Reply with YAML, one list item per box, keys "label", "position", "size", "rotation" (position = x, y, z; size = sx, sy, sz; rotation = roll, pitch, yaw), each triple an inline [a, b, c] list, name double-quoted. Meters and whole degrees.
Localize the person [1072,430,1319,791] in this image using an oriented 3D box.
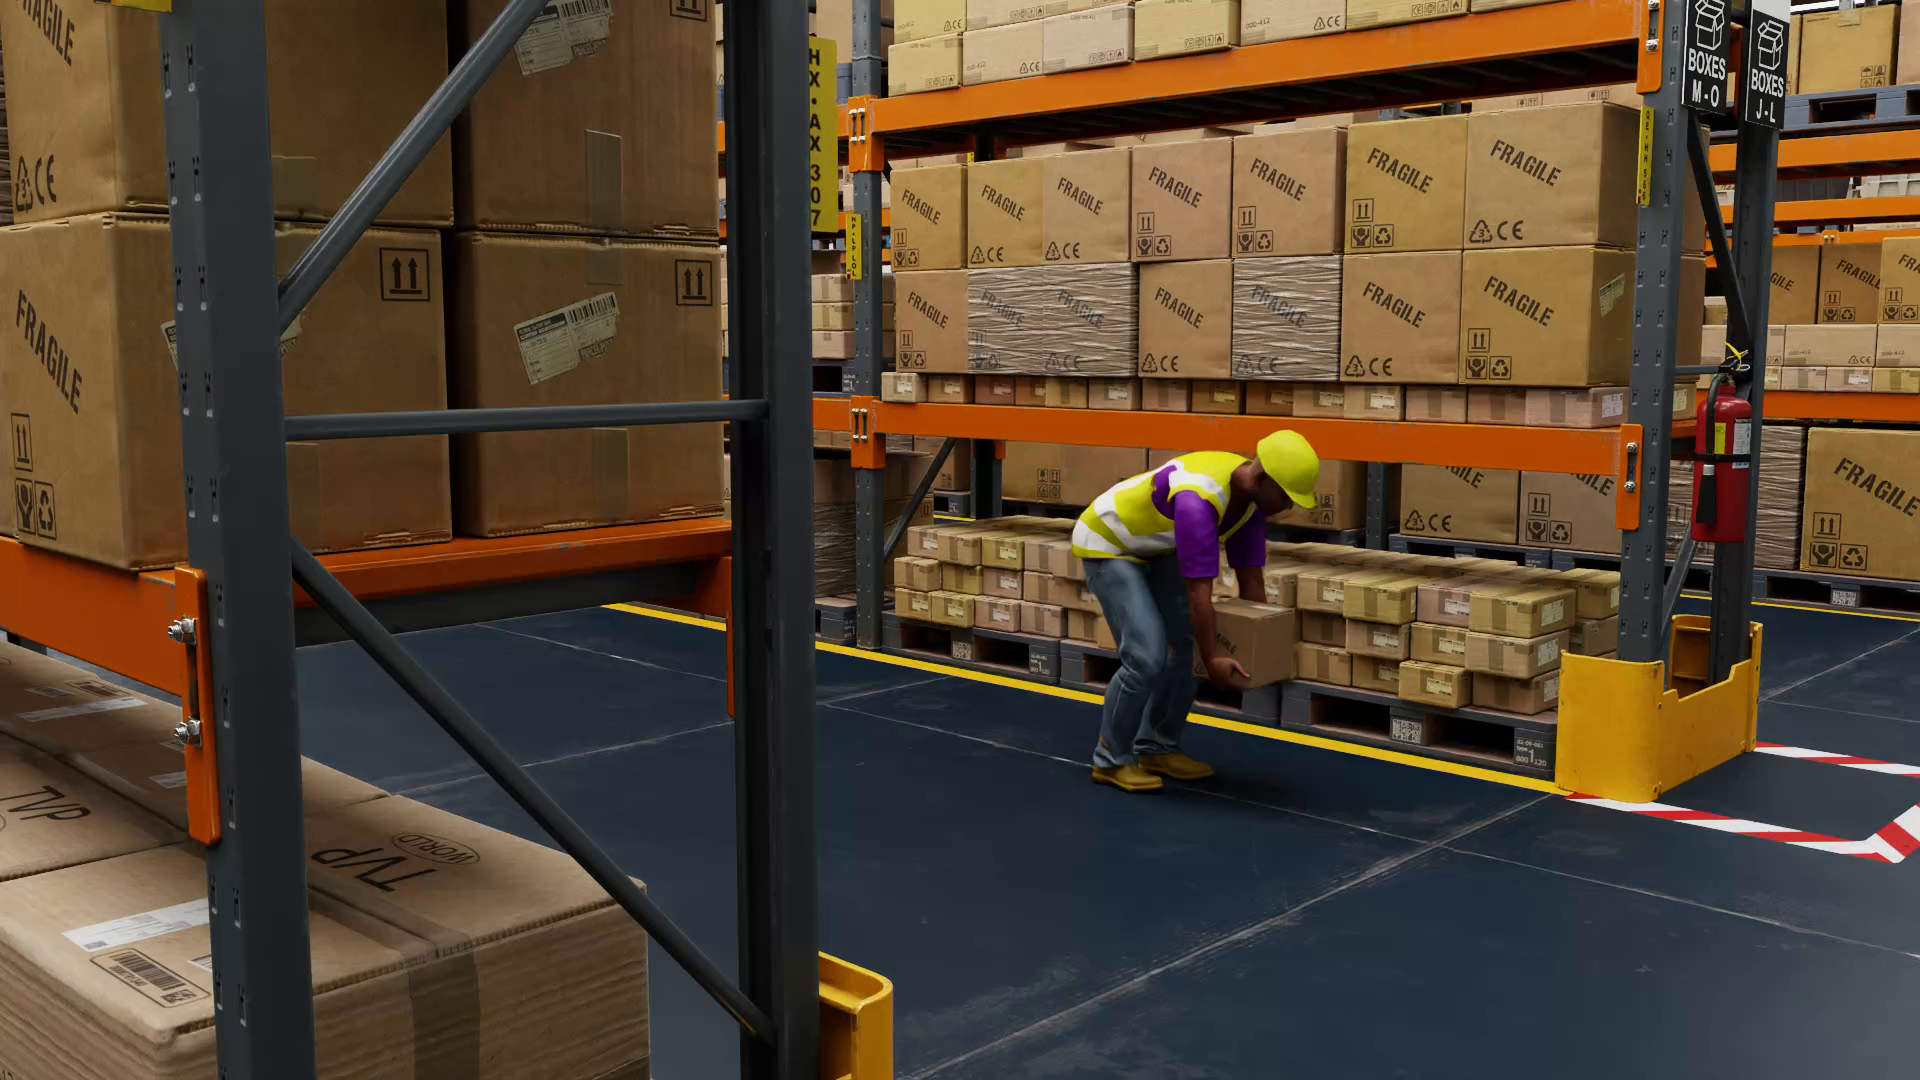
- label: "person"
  position: [0.851, 0.249, 5.982]
  size: [0.923, 1.311, 0.492]
  rotation: [6, 9, 40]
